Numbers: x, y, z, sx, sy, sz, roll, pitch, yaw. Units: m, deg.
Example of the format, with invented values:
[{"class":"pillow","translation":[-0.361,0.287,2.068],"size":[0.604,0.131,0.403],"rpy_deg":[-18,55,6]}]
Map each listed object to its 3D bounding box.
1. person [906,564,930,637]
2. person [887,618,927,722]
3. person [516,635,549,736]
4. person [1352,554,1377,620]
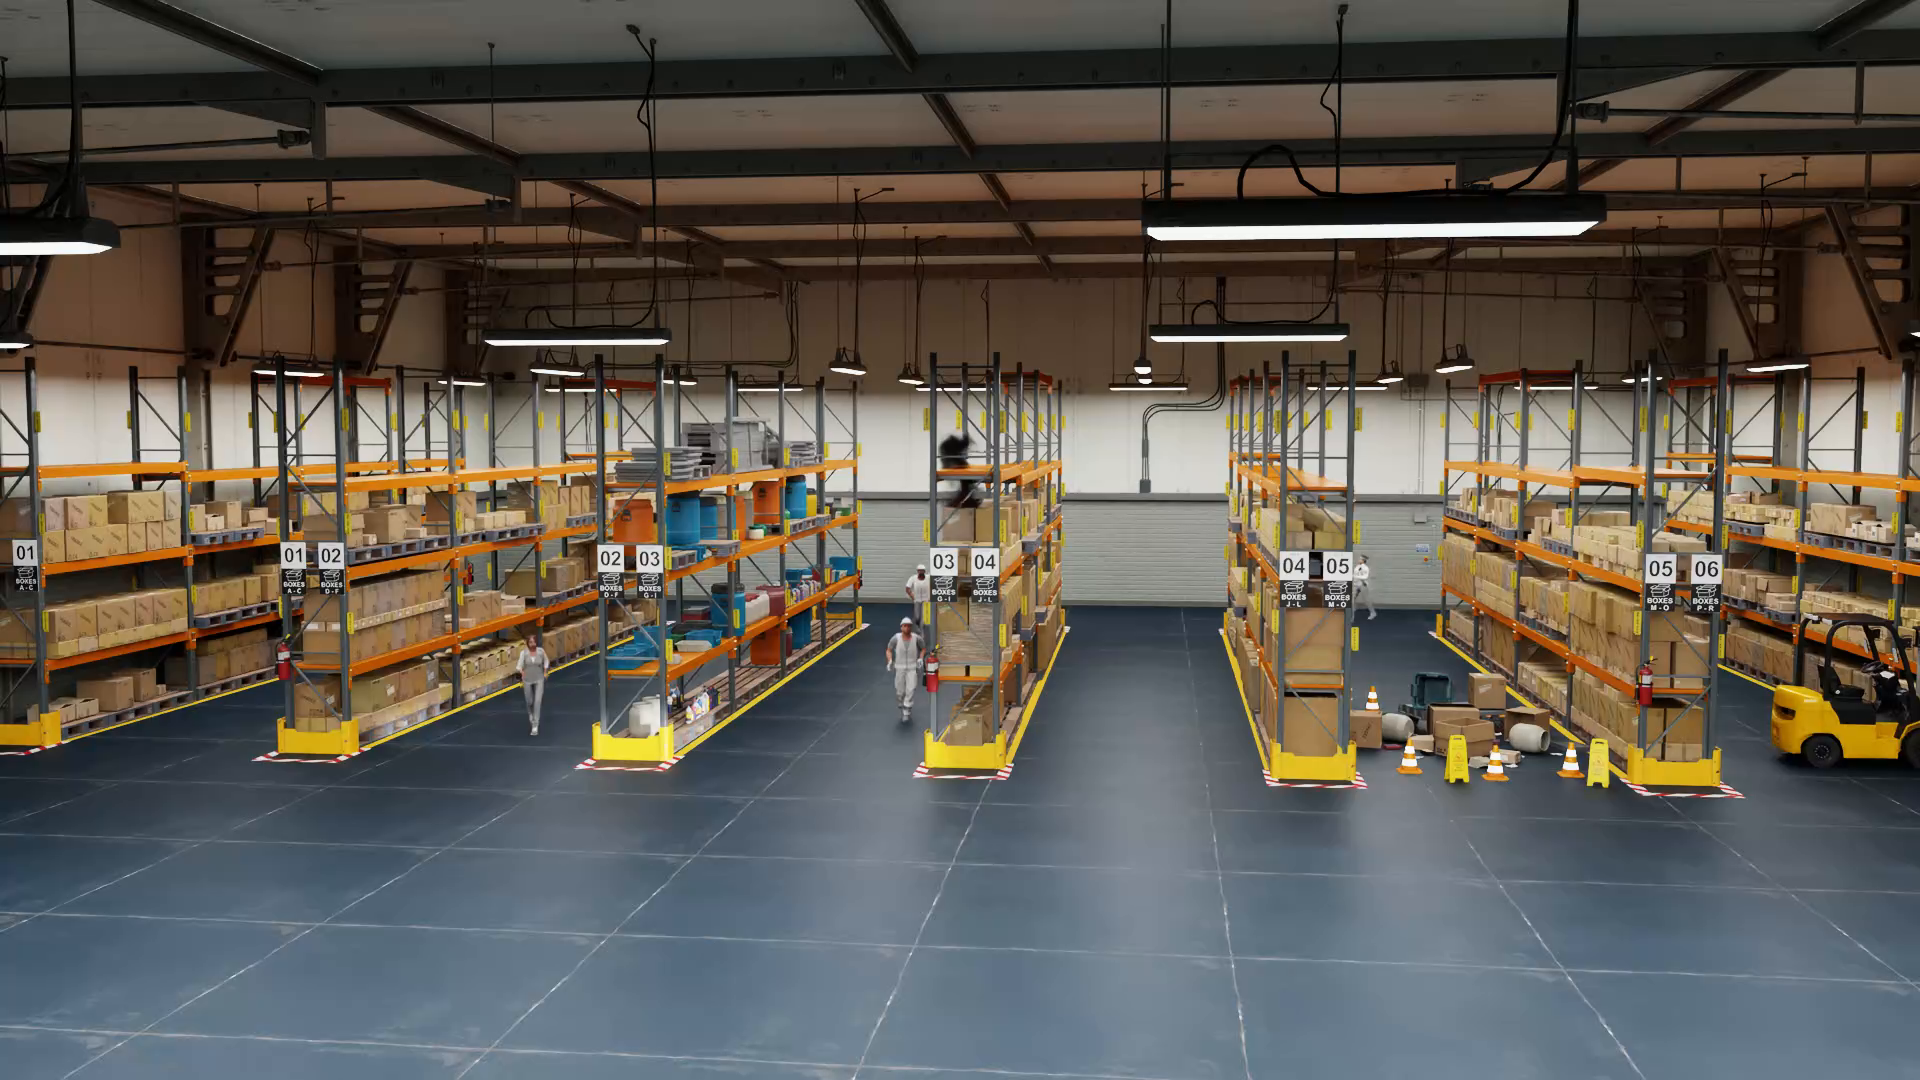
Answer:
[{"class":"person","translation":[-0.917,1.407,38.946],"size":[0.704,1.712,0.677],"rpy_deg":[0,4,-4]},{"class":"person","translation":[-0.897,2.165,28.066],"size":[0.674,1.735,0.676],"rpy_deg":[0,4,-4]},{"class":"person","translation":[-6.903,2.310,26.890],"size":[0.504,1.594,0.841],"rpy_deg":[-1,4,-11]},{"class":"person","translation":[10.064,1.200,41.665],"size":[0.826,1.735,0.599],"rpy_deg":[-2,4,-24]}]
